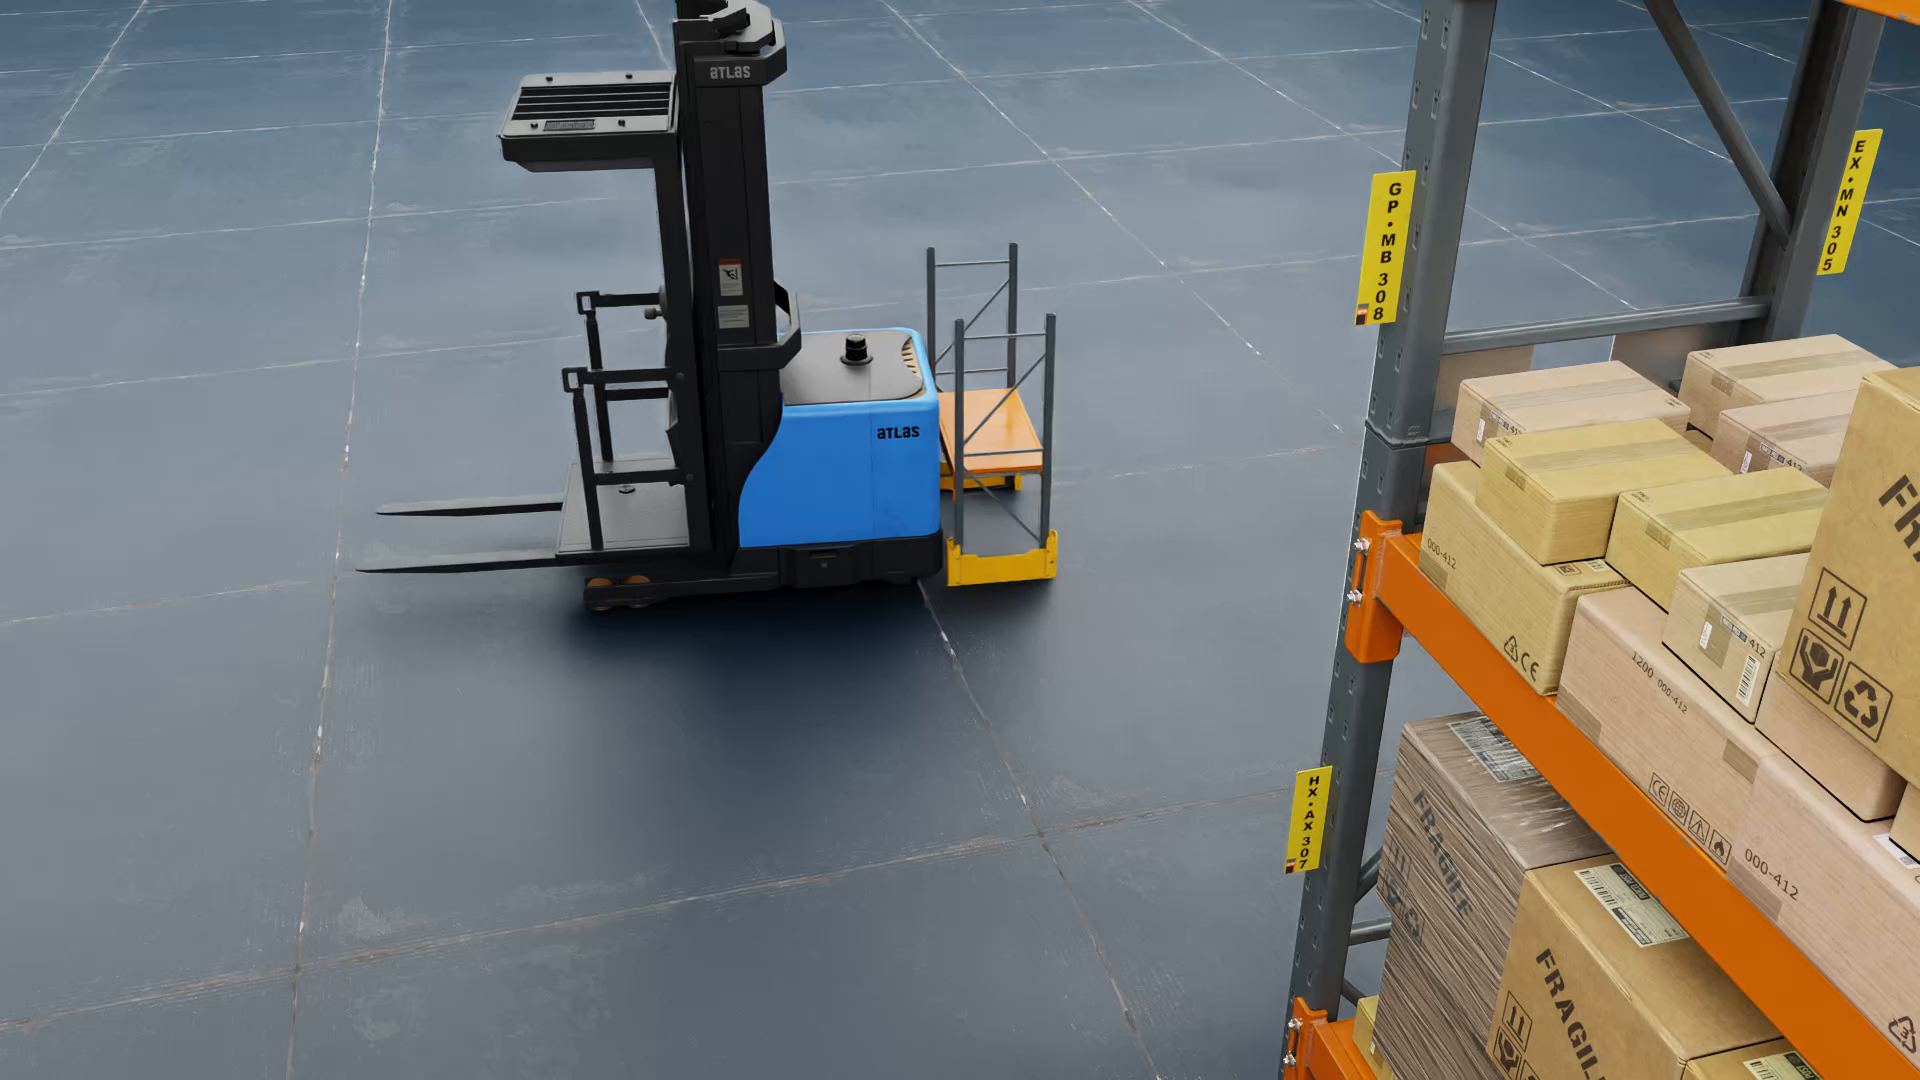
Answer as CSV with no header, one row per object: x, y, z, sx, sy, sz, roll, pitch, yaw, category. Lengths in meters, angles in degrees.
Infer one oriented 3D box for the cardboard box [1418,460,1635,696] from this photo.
1.278,0.041,3.340,0.500,0.250,0.500,-7,31,-12,cardboard box

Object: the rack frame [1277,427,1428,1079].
1.400,1.007,4.516,1.000,3.000,0.127,-8,31,-13,rack frame

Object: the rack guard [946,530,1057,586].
0.222,0.096,8.835,0.587,0.250,0.087,-4,30,-8,rack guard

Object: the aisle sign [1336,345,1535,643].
1.094,-0.108,3.847,0.394,0.787,0.004,-8,31,-13,aisle sign

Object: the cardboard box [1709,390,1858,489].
1.730,-0.165,3.298,0.380,0.149,0.250,-9,31,-15,cardboard box

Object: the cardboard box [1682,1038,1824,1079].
1.543,1.188,2.808,0.500,0.500,0.500,-8,31,-13,cardboard box

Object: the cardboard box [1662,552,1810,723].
1.415,0.150,2.754,0.380,0.149,0.250,-7,31,-11,cardboard box

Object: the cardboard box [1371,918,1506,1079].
1.519,1.104,3.951,0.875,0.500,0.500,-8,31,-13,cardboard box

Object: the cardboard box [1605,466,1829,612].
1.411,0.009,2.998,0.380,0.149,0.250,-8,31,-14,cardboard box

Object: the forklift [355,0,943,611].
-1.647,-1.184,8.370,3.031,2.935,1.130,-4,30,-6,forklift

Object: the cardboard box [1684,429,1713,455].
1.773,-0.027,3.458,0.500,0.250,0.500,-7,31,-12,cardboard box

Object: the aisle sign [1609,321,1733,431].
1.672,-0.188,3.985,0.394,0.787,0.004,-8,31,-13,aisle sign

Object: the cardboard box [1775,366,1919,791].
1.533,0.074,2.239,0.500,0.500,0.500,-8,31,-13,cardboard box

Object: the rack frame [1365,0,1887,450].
1.400,-1.589,3.013,1.000,3.000,0.127,-8,31,-13,rack frame

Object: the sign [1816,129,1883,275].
1.940,-0.738,3.653,0.100,0.325,0.005,-8,31,-13,sign

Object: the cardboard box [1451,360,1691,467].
1.250,-0.235,3.419,0.380,0.149,0.250,-8,31,-14,cardboard box

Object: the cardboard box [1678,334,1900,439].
1.774,-0.306,3.542,0.380,0.149,0.250,-8,31,-13,cardboard box

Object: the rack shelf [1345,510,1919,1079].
1.930,0.986,2.275,1.077,0.370,4.000,-8,31,-13,rack shelf

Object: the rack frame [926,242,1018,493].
0.066,-0.948,9.391,0.500,1.500,0.032,-4,30,-8,rack frame

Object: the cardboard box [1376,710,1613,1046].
1.283,0.704,3.644,0.500,0.500,0.500,-8,31,-13,cardboard box

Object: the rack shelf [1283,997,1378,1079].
1.930,2.285,3.027,1.077,0.370,4.000,-8,31,-13,rack shelf

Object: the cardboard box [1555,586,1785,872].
1.421,0.289,2.911,0.500,0.250,0.500,-9,31,-14,cardboard box

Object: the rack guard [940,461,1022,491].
0.069,-0.397,9.687,0.587,0.250,0.087,-4,30,-8,rack guard

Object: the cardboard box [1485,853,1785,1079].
1.409,0.947,3.225,0.500,0.500,0.500,-8,31,-13,cardboard box

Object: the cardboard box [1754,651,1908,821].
1.475,0.268,2.551,0.380,0.149,0.250,-8,31,-13,cardboard box

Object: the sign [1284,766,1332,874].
0.877,0.705,4.174,0.100,0.325,0.005,-8,31,-13,sign

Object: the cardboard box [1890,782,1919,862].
1.562,0.398,2.326,0.380,0.149,0.250,-9,31,-16,cardboard box

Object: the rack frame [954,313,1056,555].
0.222,-0.445,8.521,0.500,1.500,0.032,-4,30,-8,rack frame

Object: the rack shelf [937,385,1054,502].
0.144,-0.541,9.046,0.538,0.185,1.000,-4,30,-8,rack shelf

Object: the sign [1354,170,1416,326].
0.877,-0.597,3.420,0.100,0.325,0.005,-8,31,-13,sign

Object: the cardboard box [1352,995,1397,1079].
1.245,1.285,4.286,0.380,0.149,0.250,-8,31,-13,cardboard box

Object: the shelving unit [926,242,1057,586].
0.145,-0.692,8.948,0.587,1.500,1.083,-4,30,-8,shelving unit

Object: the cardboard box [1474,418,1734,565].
1.225,-0.097,3.180,0.380,0.149,0.250,-7,31,-12,cardboard box

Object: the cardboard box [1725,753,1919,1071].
1.549,0.529,2.497,0.500,0.250,0.500,-8,31,-13,cardboard box
